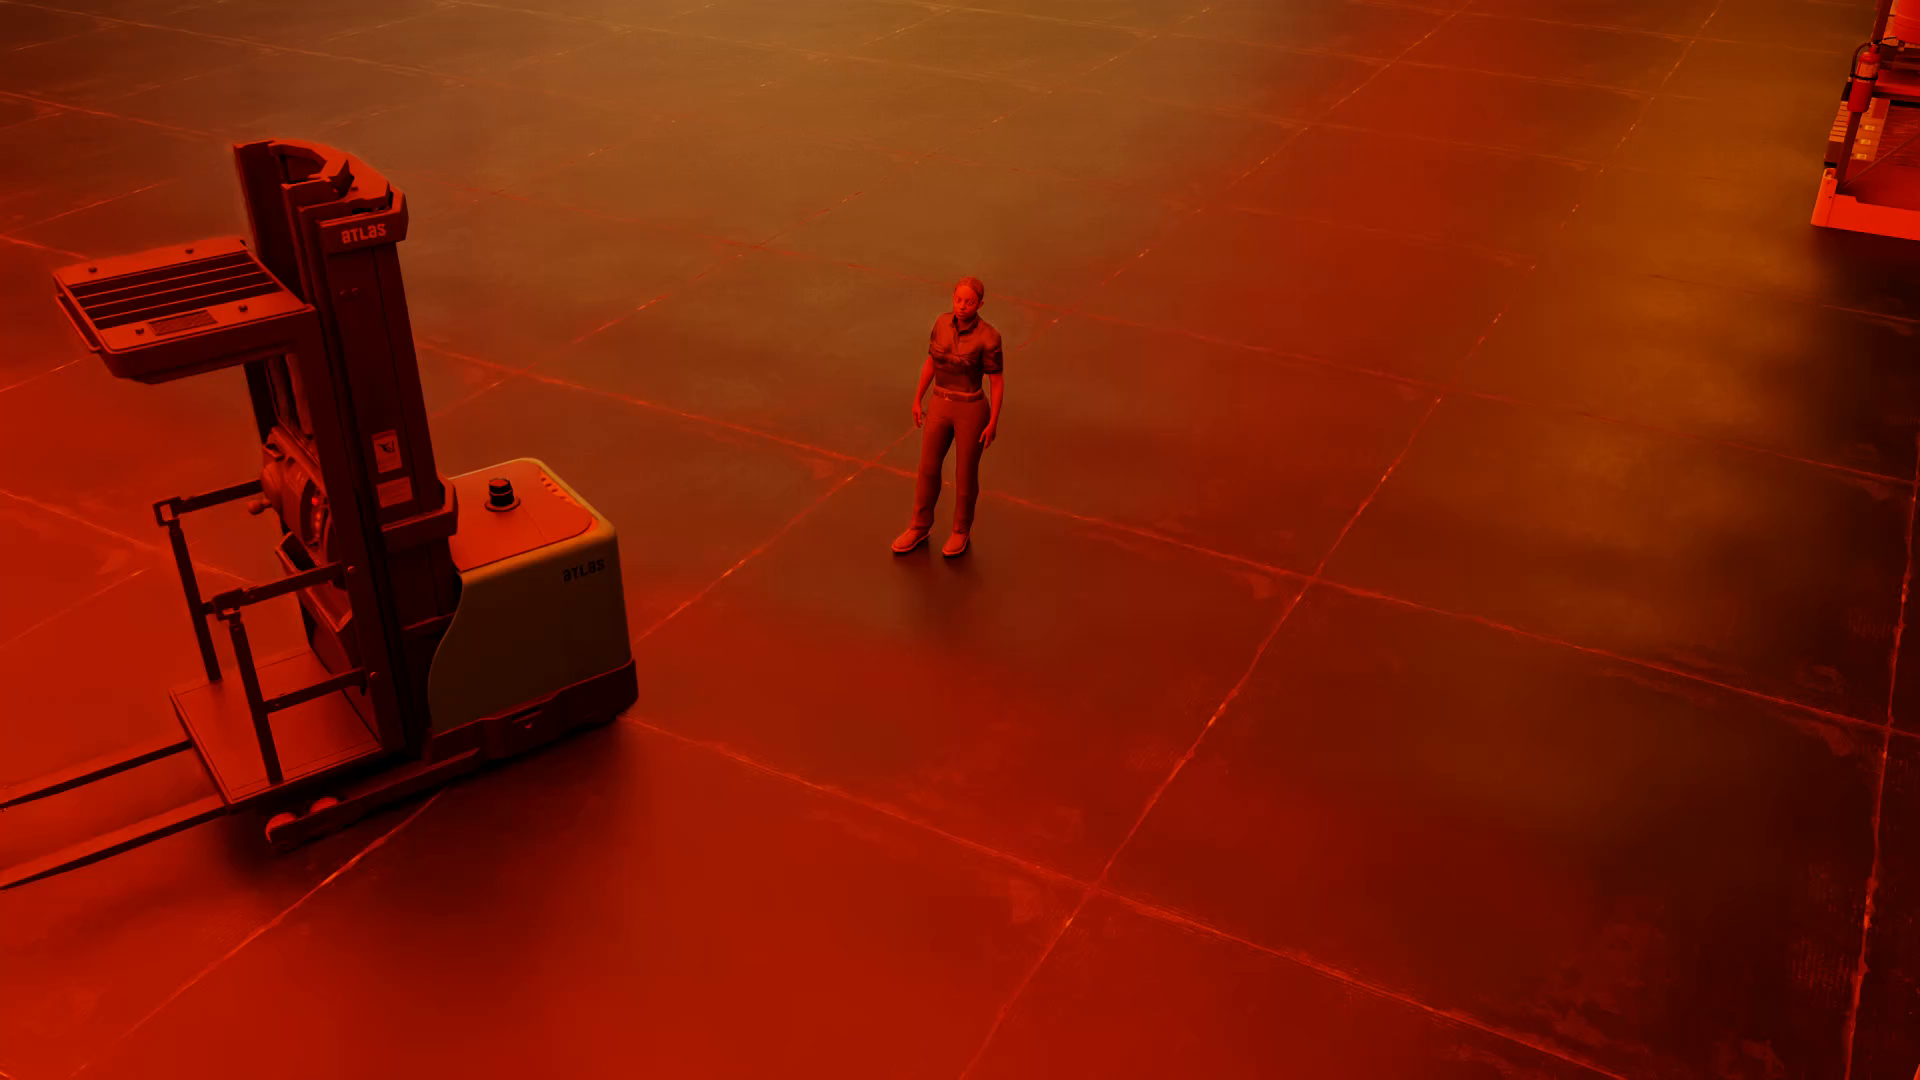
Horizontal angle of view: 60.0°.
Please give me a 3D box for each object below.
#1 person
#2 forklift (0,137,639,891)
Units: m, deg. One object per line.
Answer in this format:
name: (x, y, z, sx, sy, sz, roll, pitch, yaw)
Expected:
person: (-0.059, -0.689, 9.527, 0.570, 1.656, 0.503, 15, 33, 25)
forklift: (-3.129, -0.160, 7.348, 3.031, 2.935, 1.130, -20, 36, -31)
